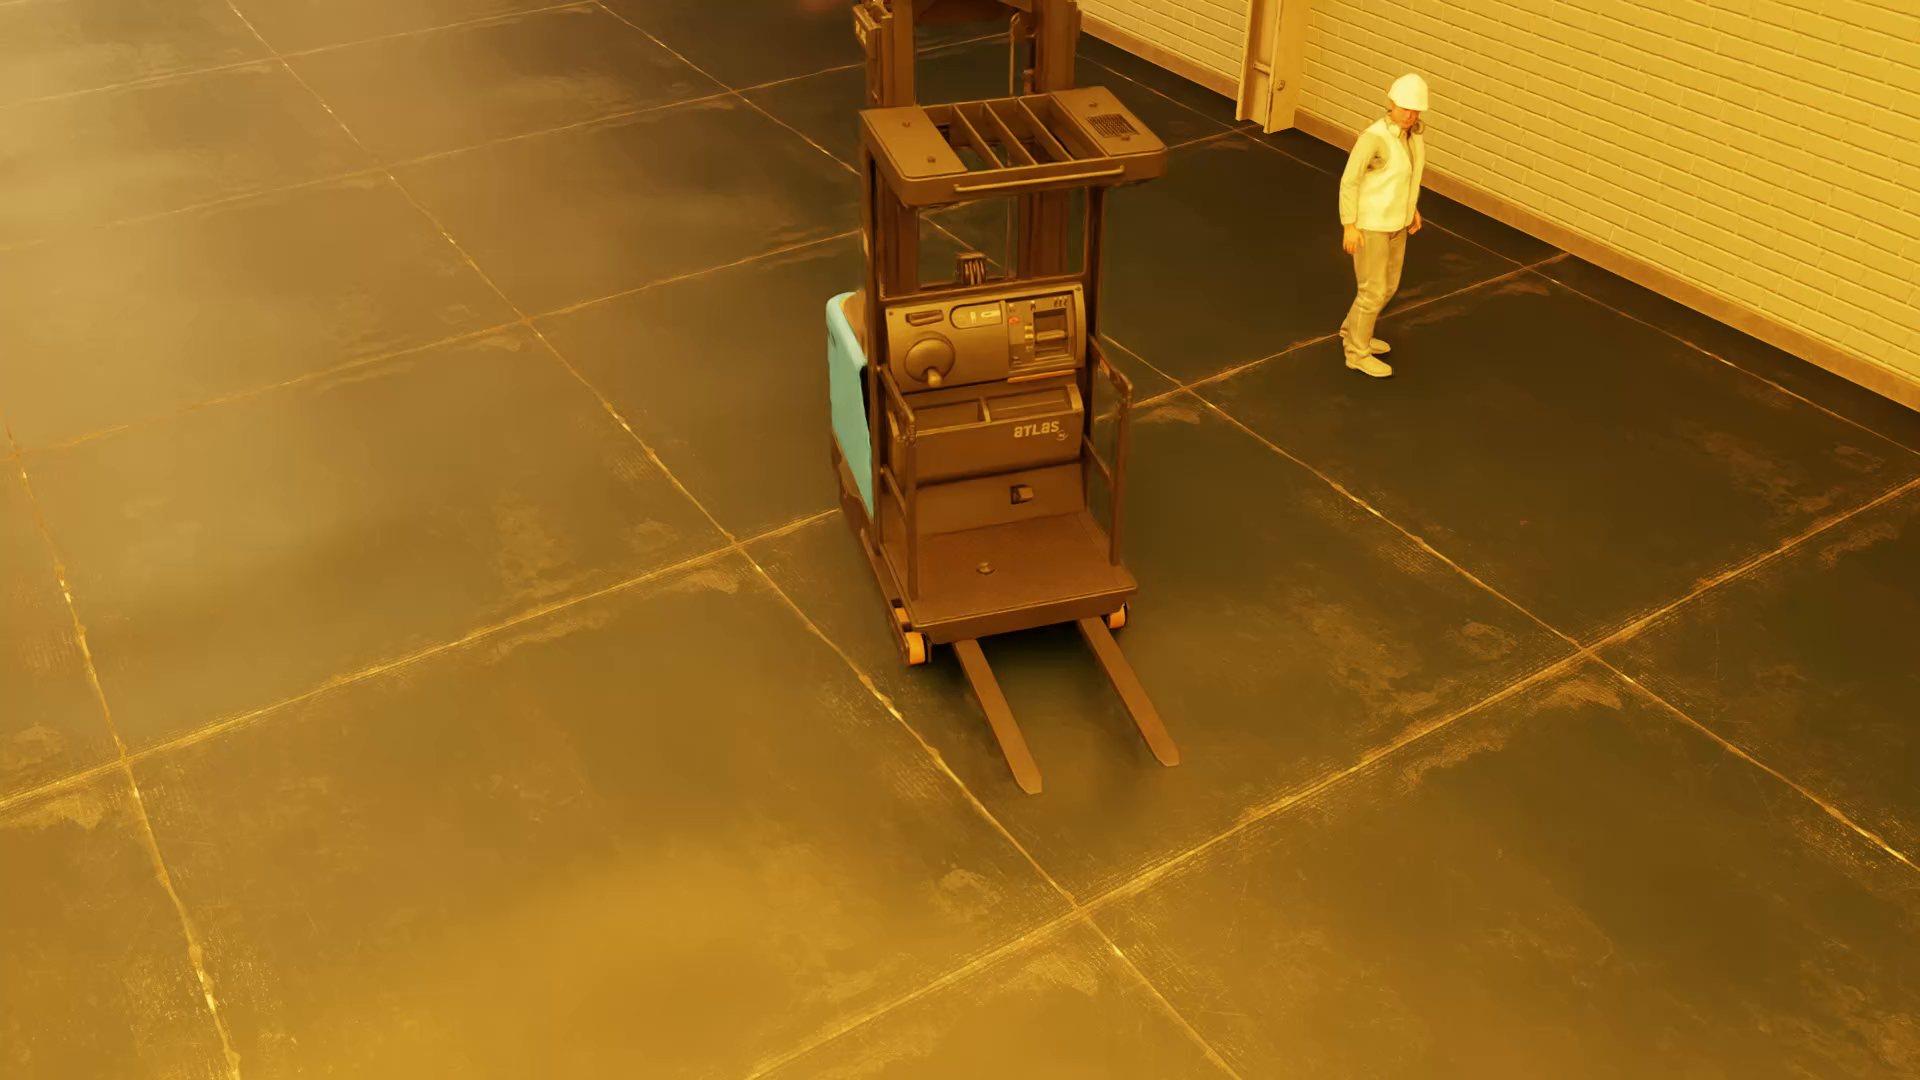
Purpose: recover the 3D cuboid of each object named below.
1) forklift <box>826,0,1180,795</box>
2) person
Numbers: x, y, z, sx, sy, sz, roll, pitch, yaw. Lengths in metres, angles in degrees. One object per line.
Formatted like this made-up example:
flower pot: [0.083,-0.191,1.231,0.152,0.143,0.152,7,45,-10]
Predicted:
forklift: [0.183,-0.861,7.373,1.130,2.935,3.031,-9,36,-13]
person: [2.534,-1.861,9.811,0.481,1.765,0.713,27,43,33]
